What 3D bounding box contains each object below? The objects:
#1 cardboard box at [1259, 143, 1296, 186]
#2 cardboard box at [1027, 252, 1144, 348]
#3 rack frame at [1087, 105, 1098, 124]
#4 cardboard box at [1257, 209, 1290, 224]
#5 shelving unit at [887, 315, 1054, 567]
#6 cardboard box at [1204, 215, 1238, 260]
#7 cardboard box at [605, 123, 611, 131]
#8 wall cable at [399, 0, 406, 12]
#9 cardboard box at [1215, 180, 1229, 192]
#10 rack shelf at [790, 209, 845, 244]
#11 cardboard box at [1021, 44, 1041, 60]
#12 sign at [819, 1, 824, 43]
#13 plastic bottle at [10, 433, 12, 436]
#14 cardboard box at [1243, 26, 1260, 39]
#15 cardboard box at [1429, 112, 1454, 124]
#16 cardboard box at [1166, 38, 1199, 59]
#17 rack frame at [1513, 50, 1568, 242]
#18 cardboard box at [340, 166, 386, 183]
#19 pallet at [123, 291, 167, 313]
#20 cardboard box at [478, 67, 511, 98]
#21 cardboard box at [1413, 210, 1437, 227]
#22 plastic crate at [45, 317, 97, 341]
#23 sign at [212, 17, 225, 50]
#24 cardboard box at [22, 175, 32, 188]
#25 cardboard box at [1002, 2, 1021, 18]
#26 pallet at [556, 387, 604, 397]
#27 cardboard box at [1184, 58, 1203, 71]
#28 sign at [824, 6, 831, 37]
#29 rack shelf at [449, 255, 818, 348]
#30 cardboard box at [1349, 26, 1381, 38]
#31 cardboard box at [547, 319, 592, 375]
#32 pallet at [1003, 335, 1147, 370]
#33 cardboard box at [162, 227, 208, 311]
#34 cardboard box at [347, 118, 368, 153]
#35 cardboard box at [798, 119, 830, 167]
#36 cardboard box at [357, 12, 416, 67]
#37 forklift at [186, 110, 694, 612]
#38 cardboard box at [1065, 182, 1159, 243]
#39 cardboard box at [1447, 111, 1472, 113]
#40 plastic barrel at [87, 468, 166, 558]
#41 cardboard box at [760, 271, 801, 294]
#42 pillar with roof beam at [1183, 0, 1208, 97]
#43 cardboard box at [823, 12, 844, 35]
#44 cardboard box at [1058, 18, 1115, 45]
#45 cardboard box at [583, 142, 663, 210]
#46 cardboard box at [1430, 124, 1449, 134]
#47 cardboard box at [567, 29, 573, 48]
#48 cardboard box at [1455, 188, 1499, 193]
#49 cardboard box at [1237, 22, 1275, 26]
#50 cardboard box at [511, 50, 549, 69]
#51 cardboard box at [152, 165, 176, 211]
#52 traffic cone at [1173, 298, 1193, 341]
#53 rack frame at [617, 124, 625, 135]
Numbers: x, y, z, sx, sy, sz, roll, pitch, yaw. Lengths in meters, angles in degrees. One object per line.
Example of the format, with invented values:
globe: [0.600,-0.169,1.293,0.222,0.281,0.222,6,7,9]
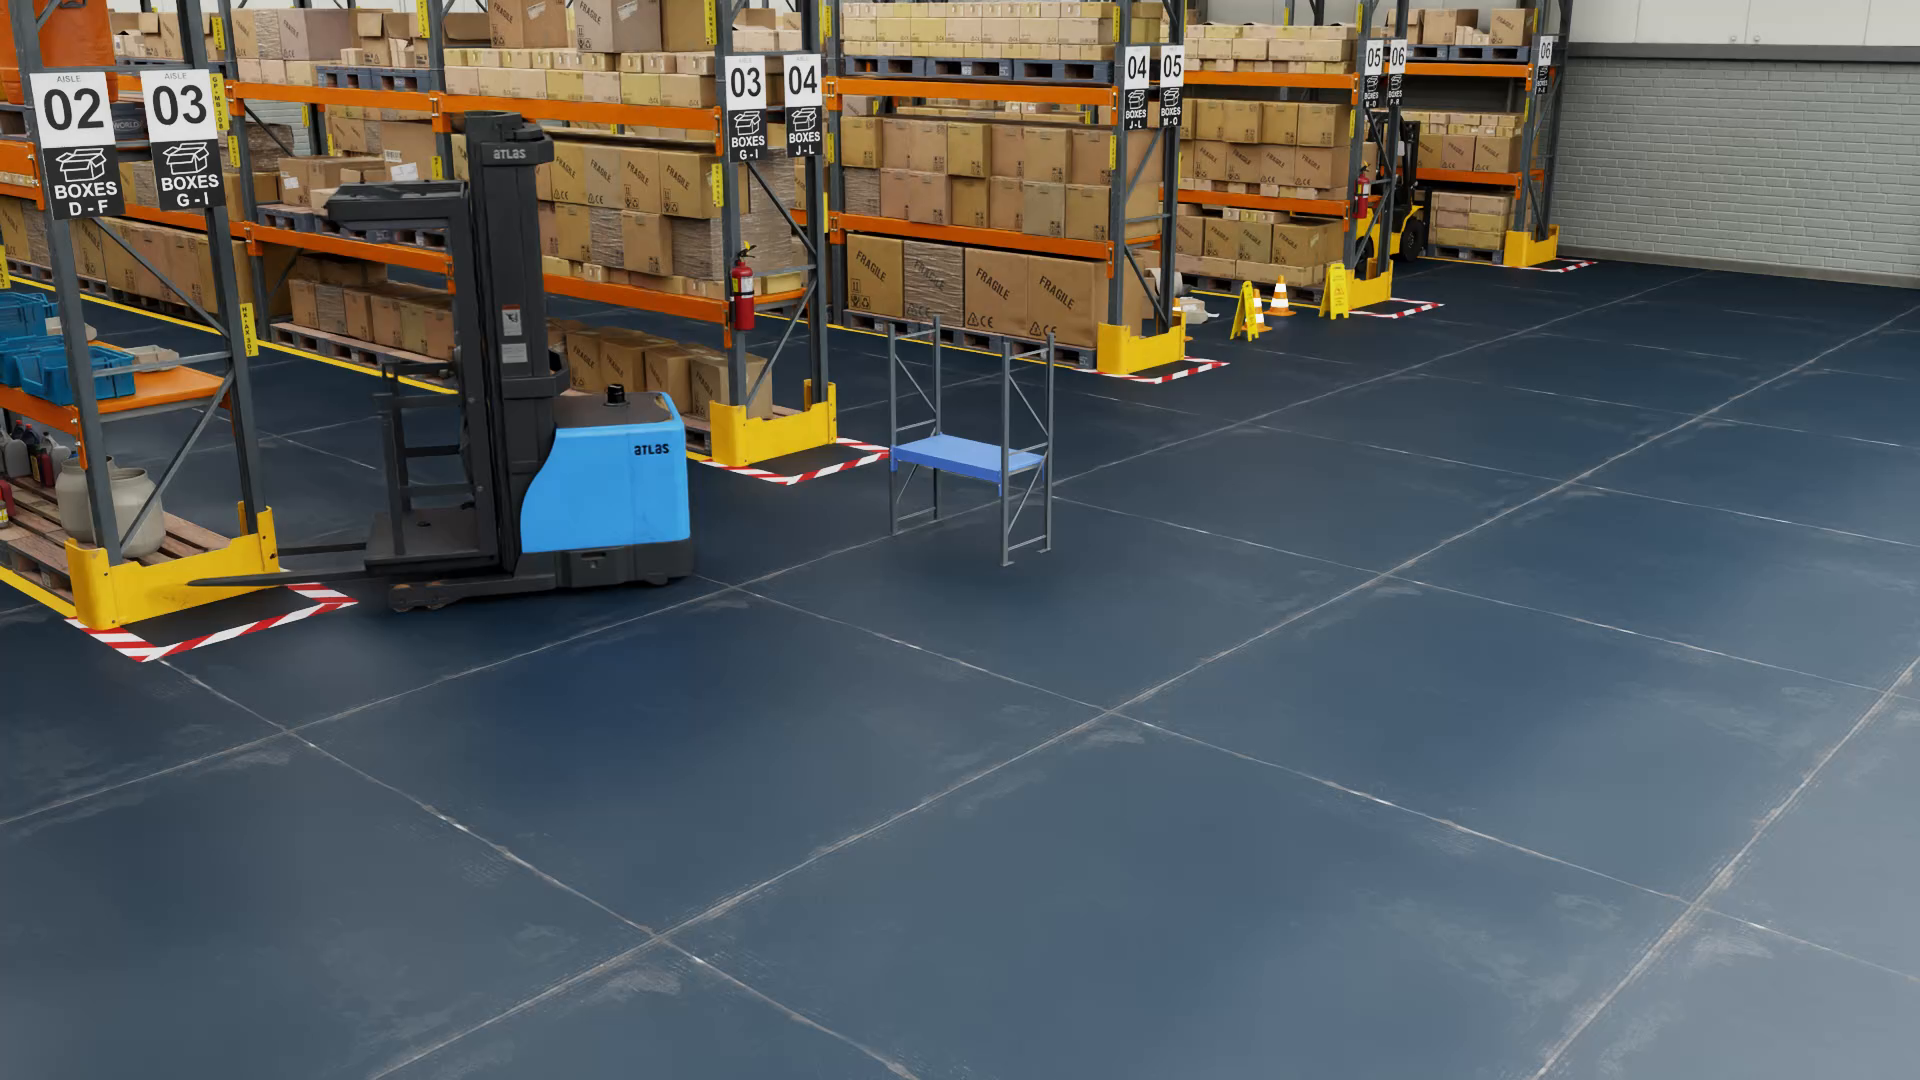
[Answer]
cardboard box: [4.126,-4.744,20.945,0.500,0.500,0.500,15,23,39]
cardboard box: [1.325,-2.575,17.585,0.875,0.875,0.875,15,23,40]
rack frame: [2.095,-5.210,23.069,0.127,3.000,1.000,15,23,39]
cardboard box: [3.995,-4.123,21.184,0.250,0.149,0.380,16,24,41]
shelving unit: [0.064,-0.698,11.331,1.048,1.500,0.538,15,23,39]
cardboard box: [3.549,-3.962,21.750,0.500,0.500,0.500,14,23,38]
cardboard box: [-5.947,-7.304,29.503,0.500,0.500,0.500,15,23,39]
wall cable: [-11.322,-11.557,33.151,0.029,3.000,0.463,15,23,39]
cardboard box: [3.535,-4.625,21.641,0.250,0.149,0.380,15,23,39]
rack shelf: [-2.611,-4.128,20.850,4.000,0.370,1.077,15,23,39]
cardboard box: [0.834,-4.967,16.902,0.250,0.149,0.380,15,23,40]
sign: [-1.131,-4.134,13.274,0.005,0.325,0.100,15,23,39]
plastic bottle: [-7.293,-0.721,12.822,0.097,0.201,0.097,0,18,0]
cardboard box: [3.755,-6.377,20.886,0.250,0.149,0.380,14,22,38]
cardboard box: [7.147,-6.236,24.574,0.250,0.149,0.380,16,23,41]
cardboard box: [3.000,-6.355,21.473,0.500,0.250,0.500,15,23,40]
rack frame: [8.379,-5.530,24.079,0.127,3.000,1.000,15,23,39]
cardboard box: [-5.841,-3.544,16.956,0.797,0.503,0.637,-15,23,-40]
pallet: [-9.839,-3.107,21.053,1.213,0.211,1.003,15,23,39]
cardboard box: [-3.917,-4.073,14.774,0.500,0.250,0.500,15,23,39]
cardboard box: [7.039,-4.887,25.078,0.500,0.250,0.500,14,23,38]
plastic crate: [-6.388,-1.453,11.666,0.437,0.136,0.530,15,23,39]
sign: [-7.849,-5.361,17.600,0.005,0.325,0.100,15,23,39]
cardboard box: [-12.261,-4.803,22.202,0.250,0.149,0.380,14,23,38]
cardboard box: [0.641,-5.399,16.944,0.250,0.149,0.380,15,23,39]
pallet: [-3.041,-1.267,15.254,1.213,0.211,1.003,15,23,39]
cardboard box: [3.071,-6.123,21.403,0.250,0.149,0.380,14,23,38]
sign: [-1.468,-5.771,18.503,0.005,0.325,0.100,15,23,39]
rack shelf: [-2.987,-2.223,14.847,4.000,0.370,1.077,15,23,39]
cardboard box: [4.956,-6.214,20.372,0.250,0.149,0.380,15,23,39]
cardboard box: [-3.777,-1.774,15.680,0.500,0.500,0.500,-10,20,-28]
pallet: [1.227,-2.080,17.817,1.213,0.211,1.003,15,23,39]
cardboard box: [-8.639,-3.282,19.813,0.875,0.875,1.225,15,23,39]
cardboard box: [-9.163,-6.313,25.888,0.500,0.500,0.500,15,23,40]
cardboard box: [-1.491,-4.692,19.620,0.500,0.500,0.700,15,23,38]
cardboard box: [-5.474,-4.953,16.435,0.637,0.503,0.797,16,24,41]
forklift: [-3.291,-1.132,10.334,3.031,2.935,1.130,-5,18,-15]
cardboard box: [1.569,-3.402,17.125,0.550,0.550,0.875,15,23,39]
cardboard box: [7.500,-6.355,24.948,0.250,0.149,0.380,16,24,41]
plastic barrel: [-5.322,-0.173,10.617,0.421,0.512,0.421,0,18,0]
cardboard box: [-1.546,-2.156,13.862,0.250,0.149,0.380,15,23,39]
pillar with roof beam: [1.111,-8.964,24.982,0.400,9.000,9.100,15,23,39]
cardboard box: [-1.764,-7.846,25.558,0.500,0.500,0.700,14,22,37]
cardboard box: [1.325,-5.049,16.501,0.500,0.250,0.500,15,23,40]
cardboard box: [-2.817,-3.085,14.064,0.500,0.500,0.500,15,23,39]
cardboard box: [7.160,-6.099,24.634,0.250,0.149,0.380,14,22,38]
cardboard box: [-5.085,-6.505,22.025,0.500,0.500,0.500,15,23,39]
cardboard box: [7.769,-5.135,25.033,0.500,0.250,0.500,15,23,39]
cardboard box: [4.684,-8.059,26.375,0.500,0.311,0.500,14,22,38]
cardboard box: [-3.658,-4.171,14.425,0.250,0.149,0.380,14,23,38]
cardboard box: [-9.148,-4.169,19.623,0.500,0.500,0.500,16,23,40]
traffic cone: [2.422,-2.485,18.677,0.334,0.463,0.336,15,23,39]
rack frame: [-4.107,-4.873,22.007,0.127,3.000,1.000,15,23,39]
